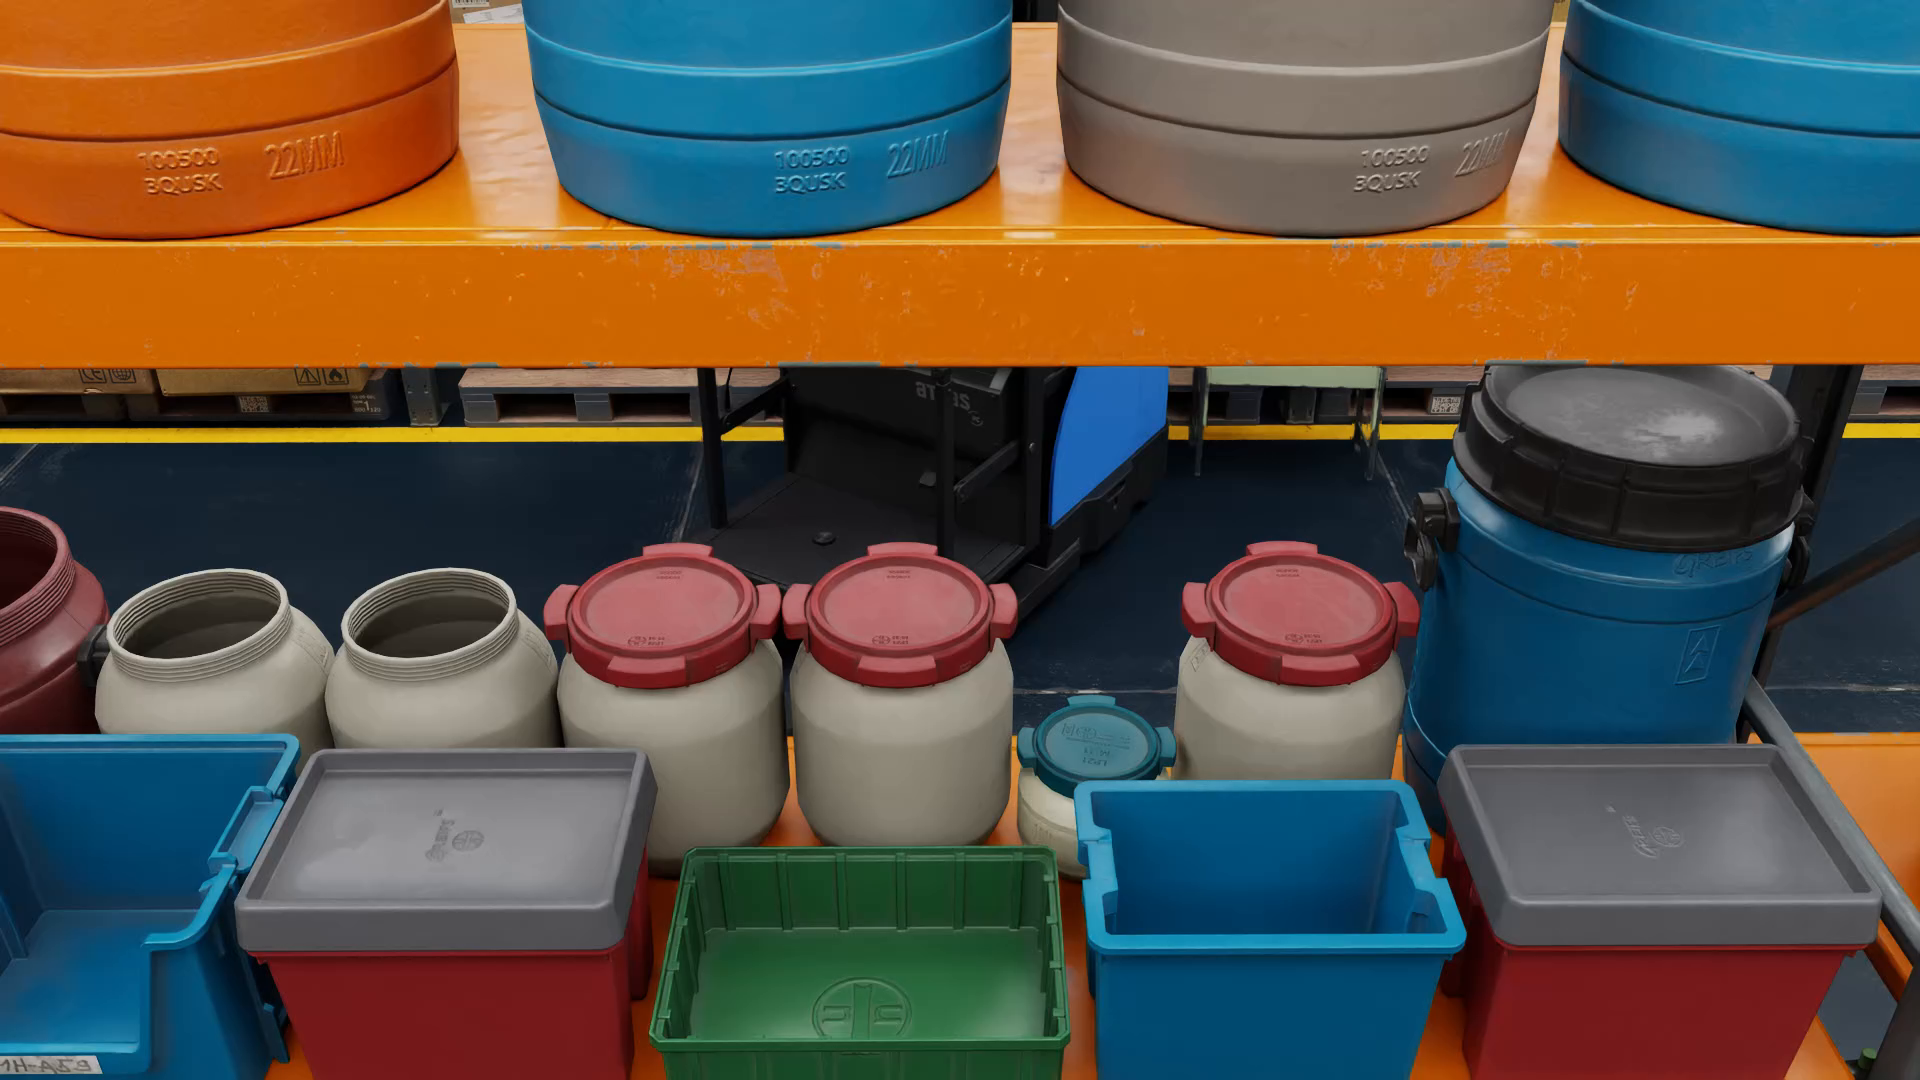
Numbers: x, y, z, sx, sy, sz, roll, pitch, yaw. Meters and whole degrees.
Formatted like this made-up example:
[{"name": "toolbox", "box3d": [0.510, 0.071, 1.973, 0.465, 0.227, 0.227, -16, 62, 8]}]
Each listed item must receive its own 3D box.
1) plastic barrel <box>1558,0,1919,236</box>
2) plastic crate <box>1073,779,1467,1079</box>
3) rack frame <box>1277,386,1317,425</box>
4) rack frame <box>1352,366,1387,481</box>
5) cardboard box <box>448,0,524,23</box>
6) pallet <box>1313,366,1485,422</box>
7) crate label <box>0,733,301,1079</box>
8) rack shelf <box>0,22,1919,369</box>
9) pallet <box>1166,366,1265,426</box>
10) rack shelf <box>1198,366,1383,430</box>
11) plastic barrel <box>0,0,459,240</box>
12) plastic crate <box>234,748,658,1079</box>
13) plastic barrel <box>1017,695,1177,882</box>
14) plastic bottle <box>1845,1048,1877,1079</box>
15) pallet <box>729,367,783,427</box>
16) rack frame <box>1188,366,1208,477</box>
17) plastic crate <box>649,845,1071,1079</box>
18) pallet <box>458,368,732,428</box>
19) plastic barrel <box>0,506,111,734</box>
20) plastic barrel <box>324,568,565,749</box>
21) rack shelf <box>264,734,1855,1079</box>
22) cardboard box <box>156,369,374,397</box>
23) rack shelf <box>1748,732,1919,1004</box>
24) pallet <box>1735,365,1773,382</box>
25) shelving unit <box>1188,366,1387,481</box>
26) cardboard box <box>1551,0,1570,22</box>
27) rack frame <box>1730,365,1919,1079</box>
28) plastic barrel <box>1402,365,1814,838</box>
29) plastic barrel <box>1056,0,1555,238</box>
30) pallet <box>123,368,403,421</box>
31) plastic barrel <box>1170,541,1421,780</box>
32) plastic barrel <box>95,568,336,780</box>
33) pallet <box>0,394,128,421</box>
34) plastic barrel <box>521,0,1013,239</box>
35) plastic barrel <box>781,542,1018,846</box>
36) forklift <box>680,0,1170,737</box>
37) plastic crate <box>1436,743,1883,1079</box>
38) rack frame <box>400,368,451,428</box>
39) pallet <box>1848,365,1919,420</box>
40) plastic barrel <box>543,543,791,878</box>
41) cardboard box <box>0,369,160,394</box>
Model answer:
[{"name": "plastic barrel", "box3d": [1.074, -0.880, 1.934, 0.708, 0.901, 0.600, 0, 31, 0]}, {"name": "plastic crate", "box3d": [0.480, 0.674, 2.763, 0.575, 0.384, 0.392, 0, 31, 0]}, {"name": "rack frame", "box3d": [1.552, -2.067, 7.265, 0.127, 3.000, 1.000, 0, 31, 0]}, {"name": "rack frame", "box3d": [1.764, -1.009, 6.938, 0.023, 1.500, 0.400, 2, 27, 3]}, {"name": "cardboard box", "box3d": [-1.908, -2.299, 7.146, 0.500, 0.500, 0.500, -4, 31, -6]}, {"name": "pallet", "box3d": [2.223, -0.895, 8.022, 1.213, 0.211, 1.003, 0, 31, 0]}, {"name": "crate label", "box3d": [-1.423, 0.637, 2.775, 0.616, 0.435, 0.502, 0, 31, 0]}, {"name": "rack shelf", "box3d": [-0.418, -0.466, 2.429, 4.000, 0.370, 1.077, 0, 31, 0]}, {"name": "pallet", "box3d": [0.773, -0.872, 7.983, 1.213, 0.211, 1.003, 0, 31, 0]}, {"name": "rack shelf", "box3d": [1.397, -0.730, 7.104, 0.720, 0.370, 0.431, 2, 27, 3]}, {"name": "plastic barrel", "box3d": [-0.942, -0.843, 1.942, 0.708, 0.830, 0.600, 0, 31, 0]}, {"name": "plastic crate", "box3d": [-0.801, 0.641, 2.740, 0.583, 0.464, 0.402, 0, 31, 0]}, {"name": "plastic barrel", "box3d": [0.257, 0.486, 3.191, 0.301, 0.262, 0.301, 0, 31, 0]}, {"name": "plastic bottle", "box3d": [2.061, 1.303, 3.905, 0.133, 0.283, 0.061, 1, 31, 2]}, {"name": "pallet", "box3d": [-0.450, -0.866, 7.974, 1.213, 0.211, 1.003, 0, 31, 0]}, {"name": "rack frame", "box3d": [1.033, -1.031, 6.973, 0.023, 1.500, 0.400, 2, 27, 3]}, {"name": "plastic crate", "box3d": [-0.158, 0.745, 2.835, 0.662, 0.188, 0.450, 0, 31, 0]}, {"name": "pallet", "box3d": [-1.667, -0.864, 7.970, 1.213, 0.211, 1.003, 0, 31, 0]}, {"name": "plastic barrel", "box3d": [-1.956, 0.298, 3.236, 0.708, 0.536, 0.600, 0, 31, 0]}, {"name": "plastic barrel", "box3d": [-0.970, 0.352, 3.171, 0.421, 0.512, 0.421, 0, 31, 0]}, {"name": "rack shelf", "box3d": [-0.418, 0.816, 3.207, 4.000, 0.370, 1.077, 0, 31, 0]}, {"name": "cardboard box", "box3d": [-3.138, -1.334, 7.701, 0.875, 0.875, 1.225, -2, 31, -3]}, {"name": "rack shelf", "box3d": [3.582, 0.804, 3.227, 4.000, 0.370, 1.077, 0, 31, 0]}, {"name": "pallet", "box3d": [3.446, -0.900, 8.031, 1.213, 0.211, 1.003, 0, 31, 0]}, {"name": "shelving unit", "box3d": [1.398, -1.020, 6.956, 0.755, 1.500, 0.431, 2, 27, 3]}, {"name": "cardboard box", "box3d": [2.502, -2.189, 7.084, 0.500, 0.500, 0.875, 0, 31, 0]}, {"name": "rack frame", "box3d": [1.582, 0.501, 3.033, 0.053, 2.616, 0.949, 0, 31, 0]}, {"name": "plastic barrel", "box3d": [1.193, 0.132, 3.157, 0.708, 0.901, 0.600, 0, 31, 0]}, {"name": "plastic barrel", "box3d": [0.420, -0.878, 1.931, 0.600, 0.901, 0.600, 0, 31, 0]}, {"name": "pallet", "box3d": [-3.237, -0.899, 8.028, 1.213, 0.211, 1.003, 0, 31, 0]}, {"name": "plastic barrel", "box3d": [0.624, 0.333, 3.178, 0.433, 0.535, 0.433, 0, 31, 0]}, {"name": "plastic barrel", "box3d": [-1.391, 0.353, 3.169, 0.421, 0.512, 0.421, 0, 31, 0]}, {"name": "pallet", "box3d": [-4.454, -0.896, 8.024, 1.213, 0.211, 1.003, 0, 31, 0]}, {"name": "plastic barrel", "box3d": [-0.234, -0.876, 1.927, 0.708, 0.901, 0.600, 0, 31, 0]}, {"name": "plastic barrel", "box3d": [-0.110, 0.336, 3.174, 0.433, 0.535, 0.433, 0, 31, 0]}, {"name": "forklift", "box3d": [-0.330, -0.979, 5.538, 1.130, 2.935, 3.031, 18, 36, 27]}, {"name": "plastic crate", "box3d": [1.099, 0.635, 2.750, 0.583, 0.464, 0.402, 0, 31, 0]}, {"name": "rack frame", "box3d": [-2.448, -2.054, 7.244, 0.127, 3.000, 1.000, 0, 31, 0]}, {"name": "pallet", "box3d": [4.663, -0.903, 8.034, 1.213, 0.211, 1.003, 0, 31, 0]}, {"name": "plastic barrel", "box3d": [-0.543, 0.337, 3.172, 0.433, 0.535, 0.433, 0, 31, 0]}, {"name": "cardboard box", "box3d": [-4.030, -1.335, 7.703, 0.875, 0.875, 1.225, 0, 31, 0]}]
